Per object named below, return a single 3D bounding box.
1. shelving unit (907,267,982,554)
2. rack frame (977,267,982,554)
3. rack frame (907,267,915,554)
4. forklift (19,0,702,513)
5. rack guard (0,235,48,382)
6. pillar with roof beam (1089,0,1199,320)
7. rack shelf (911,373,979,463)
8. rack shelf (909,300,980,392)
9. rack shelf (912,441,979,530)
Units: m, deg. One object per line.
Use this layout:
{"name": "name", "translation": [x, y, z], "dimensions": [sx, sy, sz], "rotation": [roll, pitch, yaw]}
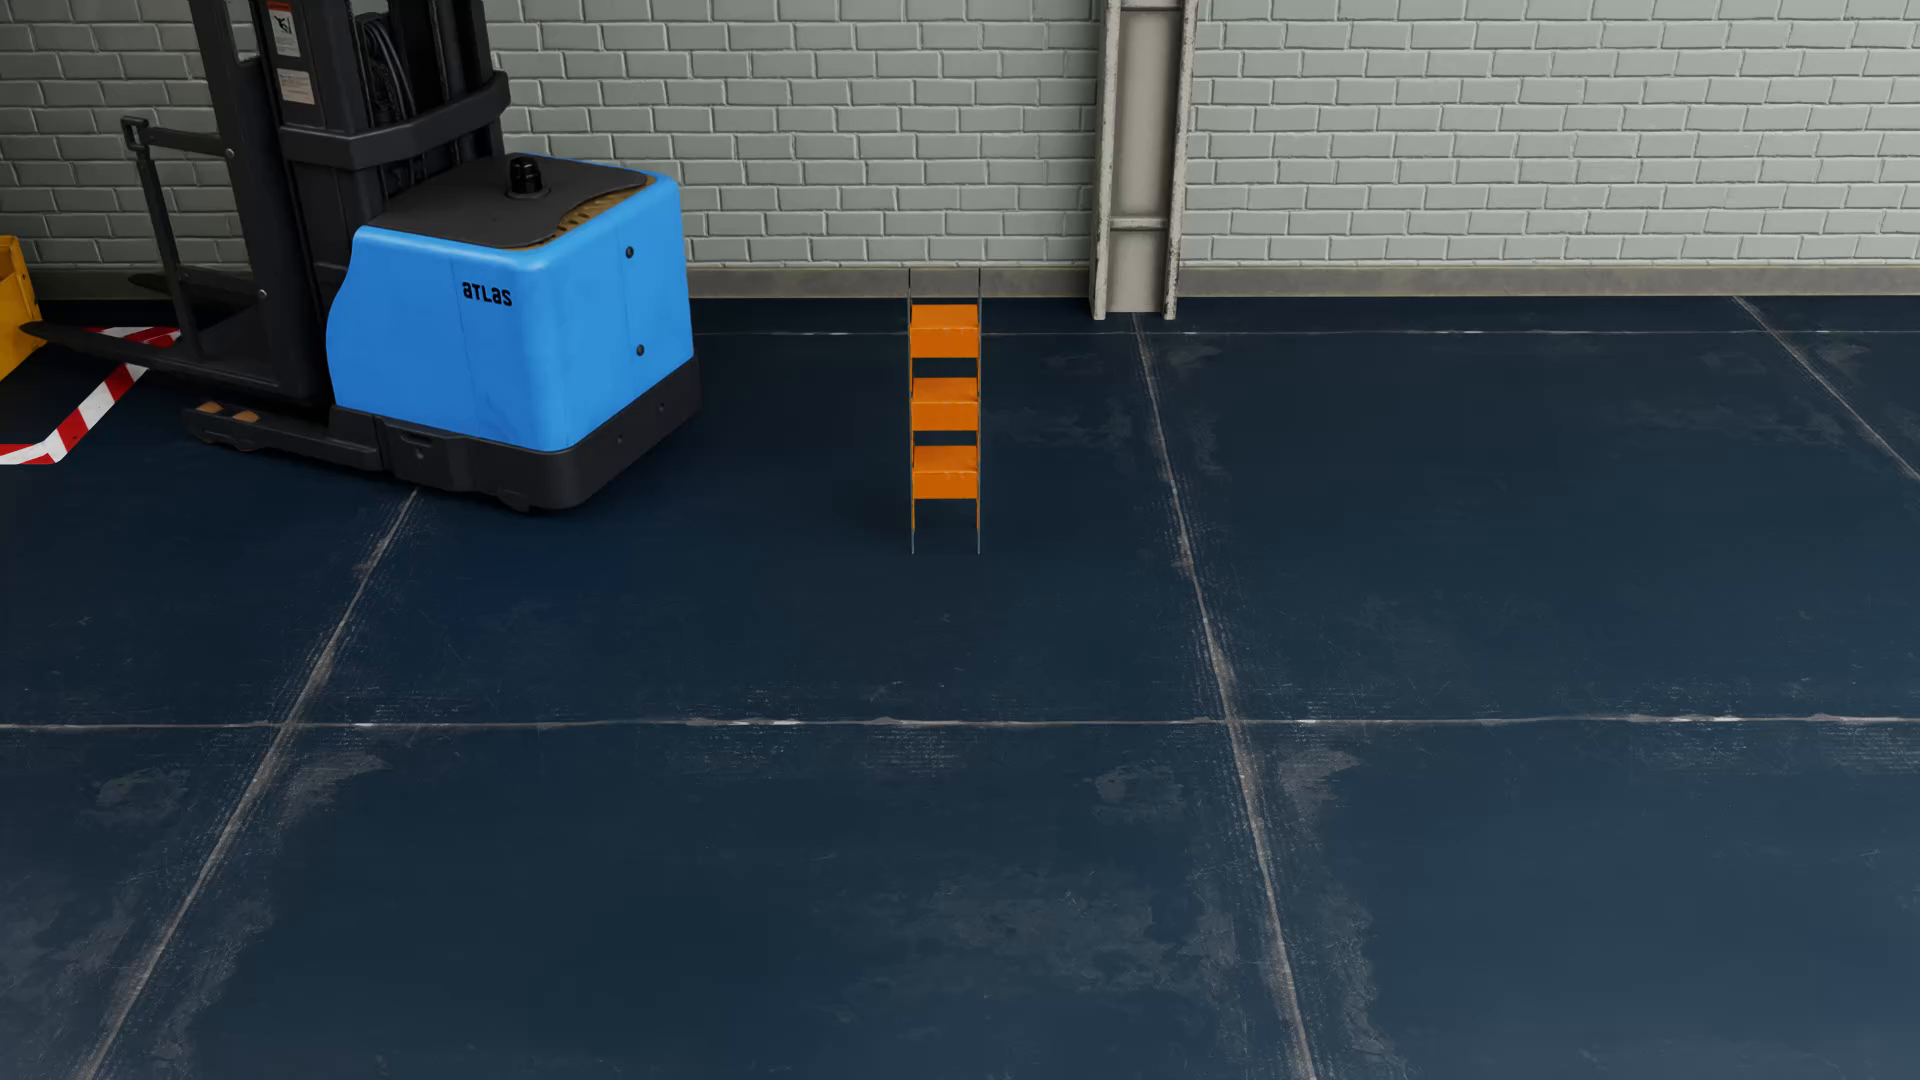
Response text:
{"name": "shelving unit", "translation": [-0.054, -0.449, 5.977], "dimensions": [0.252, 1.050, 0.215], "rotation": [0, 31, 0]}
{"name": "rack frame", "translation": [0.068, -0.449, 5.978], "dimensions": [0.008, 1.050, 0.200], "rotation": [0, 31, 0]}
{"name": "rack frame", "translation": [-0.176, -0.448, 5.977], "dimensions": [0.008, 1.050, 0.200], "rotation": [0, 31, 0]}
{"name": "forklift", "translation": [-2.657, -1.852, 6.477], "dimensions": [3.031, 2.935, 1.130], "rotation": [13, 33, 20]}
{"name": "rack guard", "translation": [-4.437, -0.871, 7.203], "dimensions": [0.348, 0.500, 1.175], "rotation": [0, 31, 0]}
{"name": "pillar with roof beam", "translation": [0.863, -2.755, 2.116], "dimensions": [0.400, 9.000, 9.100], "rotation": [0, 31, 0]}
{"name": "rack shelf", "translation": [-0.054, -0.440, 5.983], "dimensions": [0.240, 0.259, 0.215], "rotation": [0, 31, 0]}
{"name": "rack shelf", "translation": [-0.054, -0.682, 5.836], "dimensions": [0.240, 0.259, 0.215], "rotation": [0, 31, 0]}
{"name": "rack shelf", "translation": [-0.054, -0.202, 6.127], "dimensions": [0.240, 0.259, 0.215], "rotation": [0, 31, 0]}
